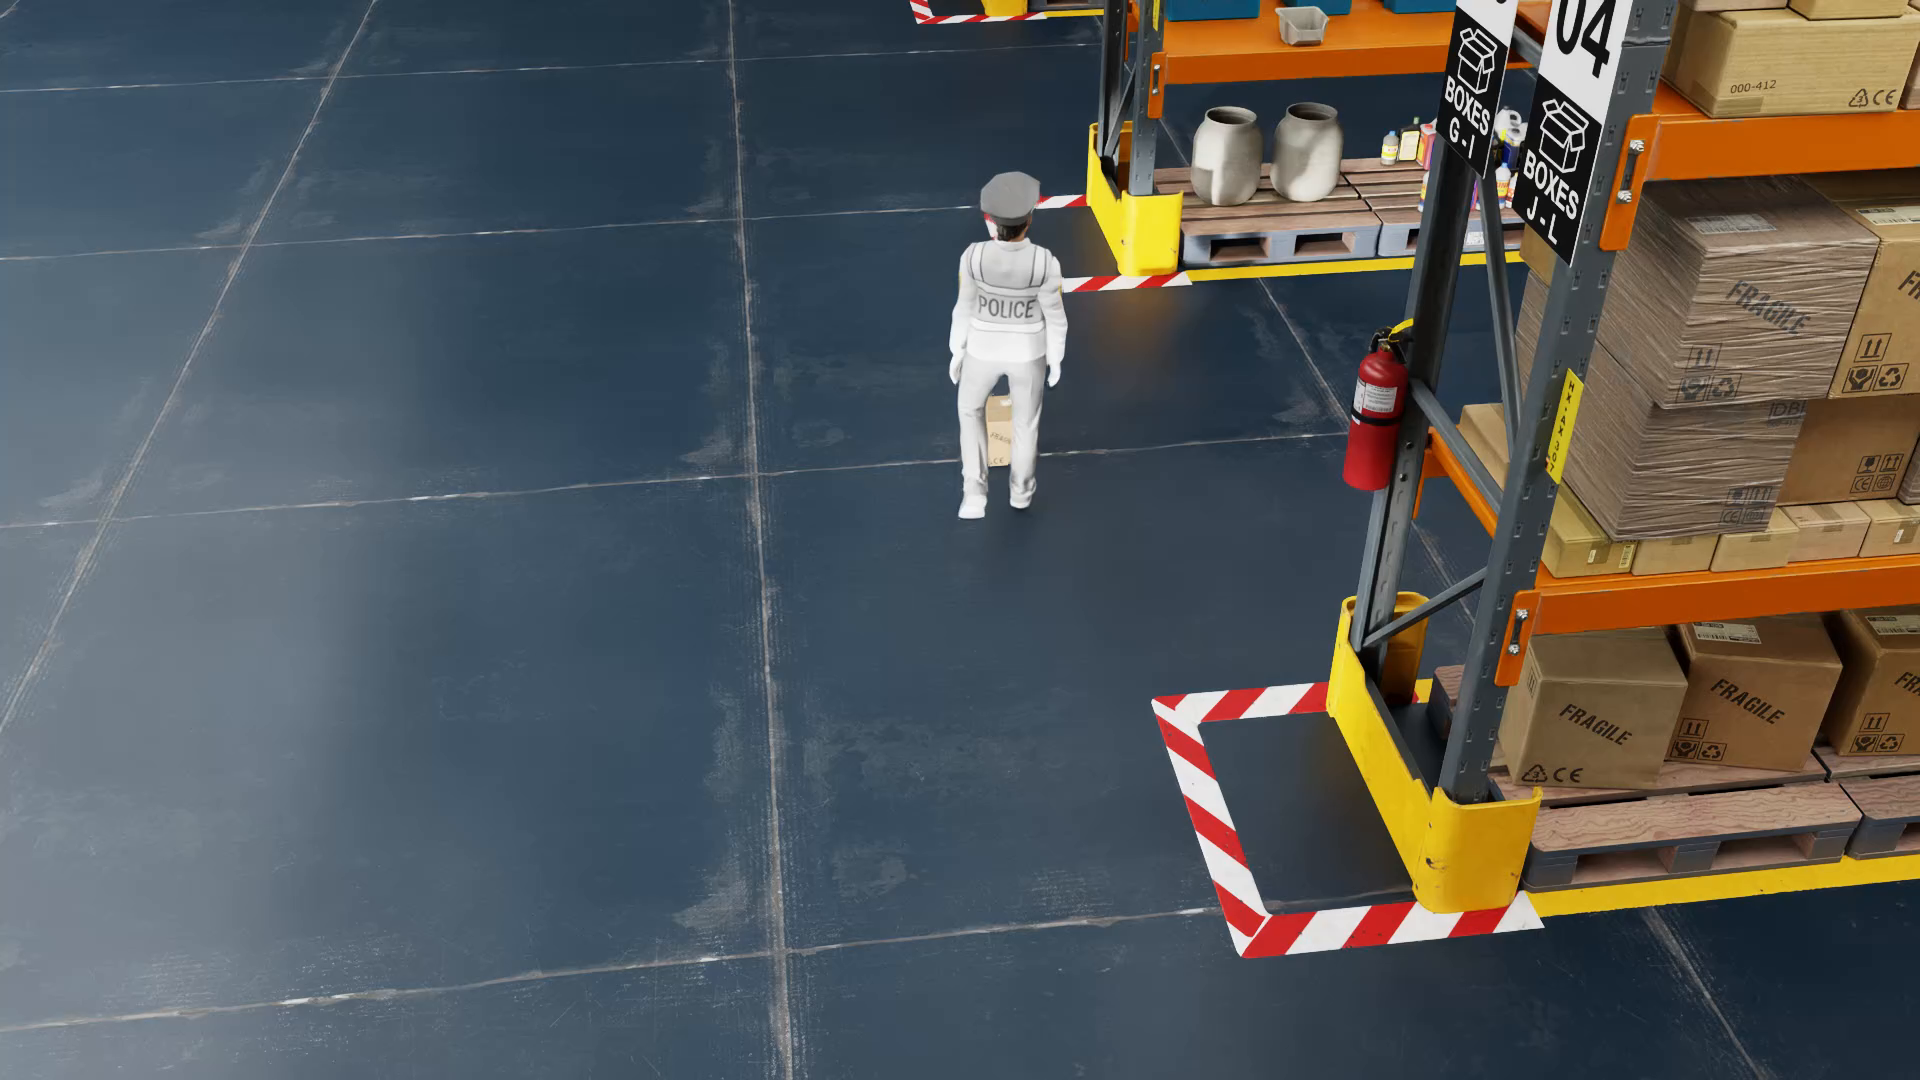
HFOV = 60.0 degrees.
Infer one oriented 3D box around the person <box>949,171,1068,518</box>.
[{"bbox_3d":[0.210,-0.820,7.252,0.511,1.683,0.606,3,35,4],"label":"person"}]
